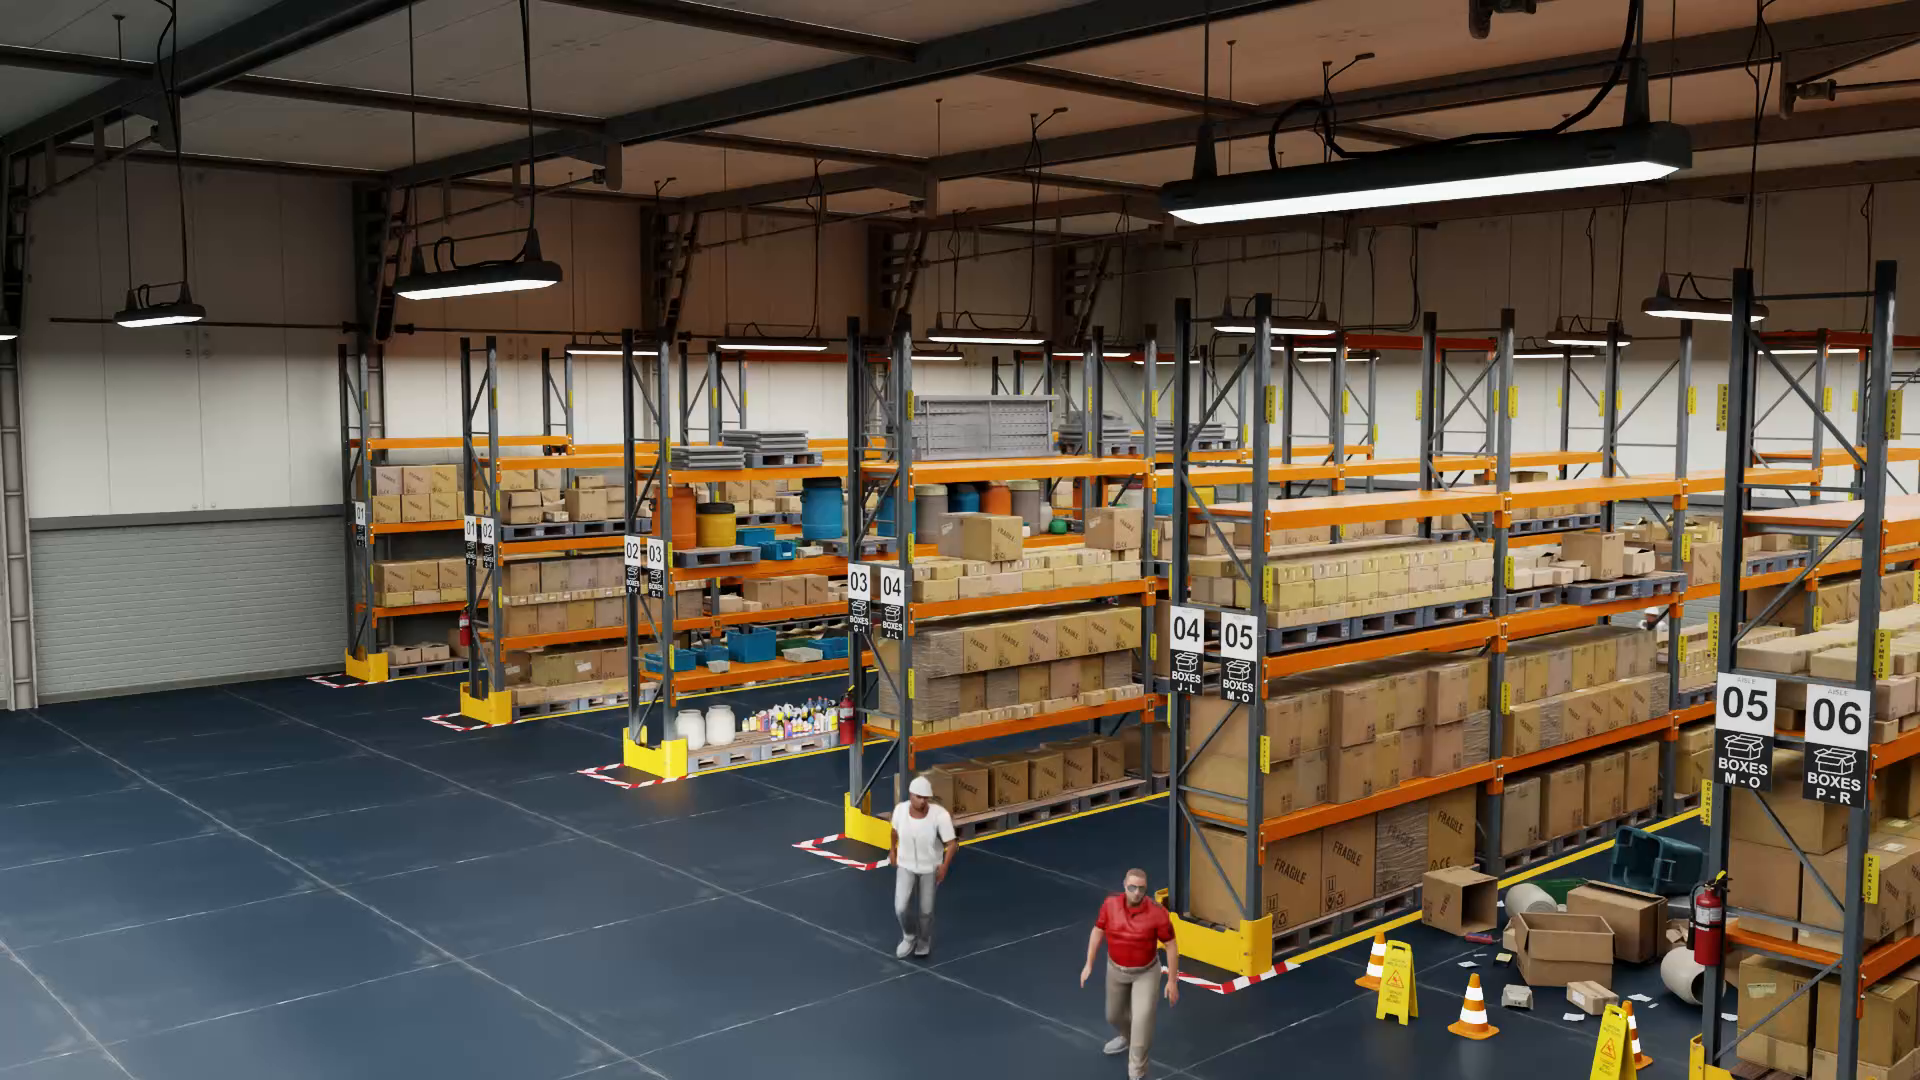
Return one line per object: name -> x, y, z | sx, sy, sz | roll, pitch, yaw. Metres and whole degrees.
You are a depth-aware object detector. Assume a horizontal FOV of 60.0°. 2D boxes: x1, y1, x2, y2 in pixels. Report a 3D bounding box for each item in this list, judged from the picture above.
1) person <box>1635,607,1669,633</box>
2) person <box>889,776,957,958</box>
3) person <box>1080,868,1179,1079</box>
person -> 11.276, 1.895, 27.095 | 0.645, 1.711, 0.683 | 3, 6, 33
person -> -0.359, 2.956, 14.954 | 0.684, 1.708, 0.803 | 1, 5, 8
person -> 1.321, 3.225, 12.506 | 0.742, 1.659, 0.881 | 2, 5, 20
